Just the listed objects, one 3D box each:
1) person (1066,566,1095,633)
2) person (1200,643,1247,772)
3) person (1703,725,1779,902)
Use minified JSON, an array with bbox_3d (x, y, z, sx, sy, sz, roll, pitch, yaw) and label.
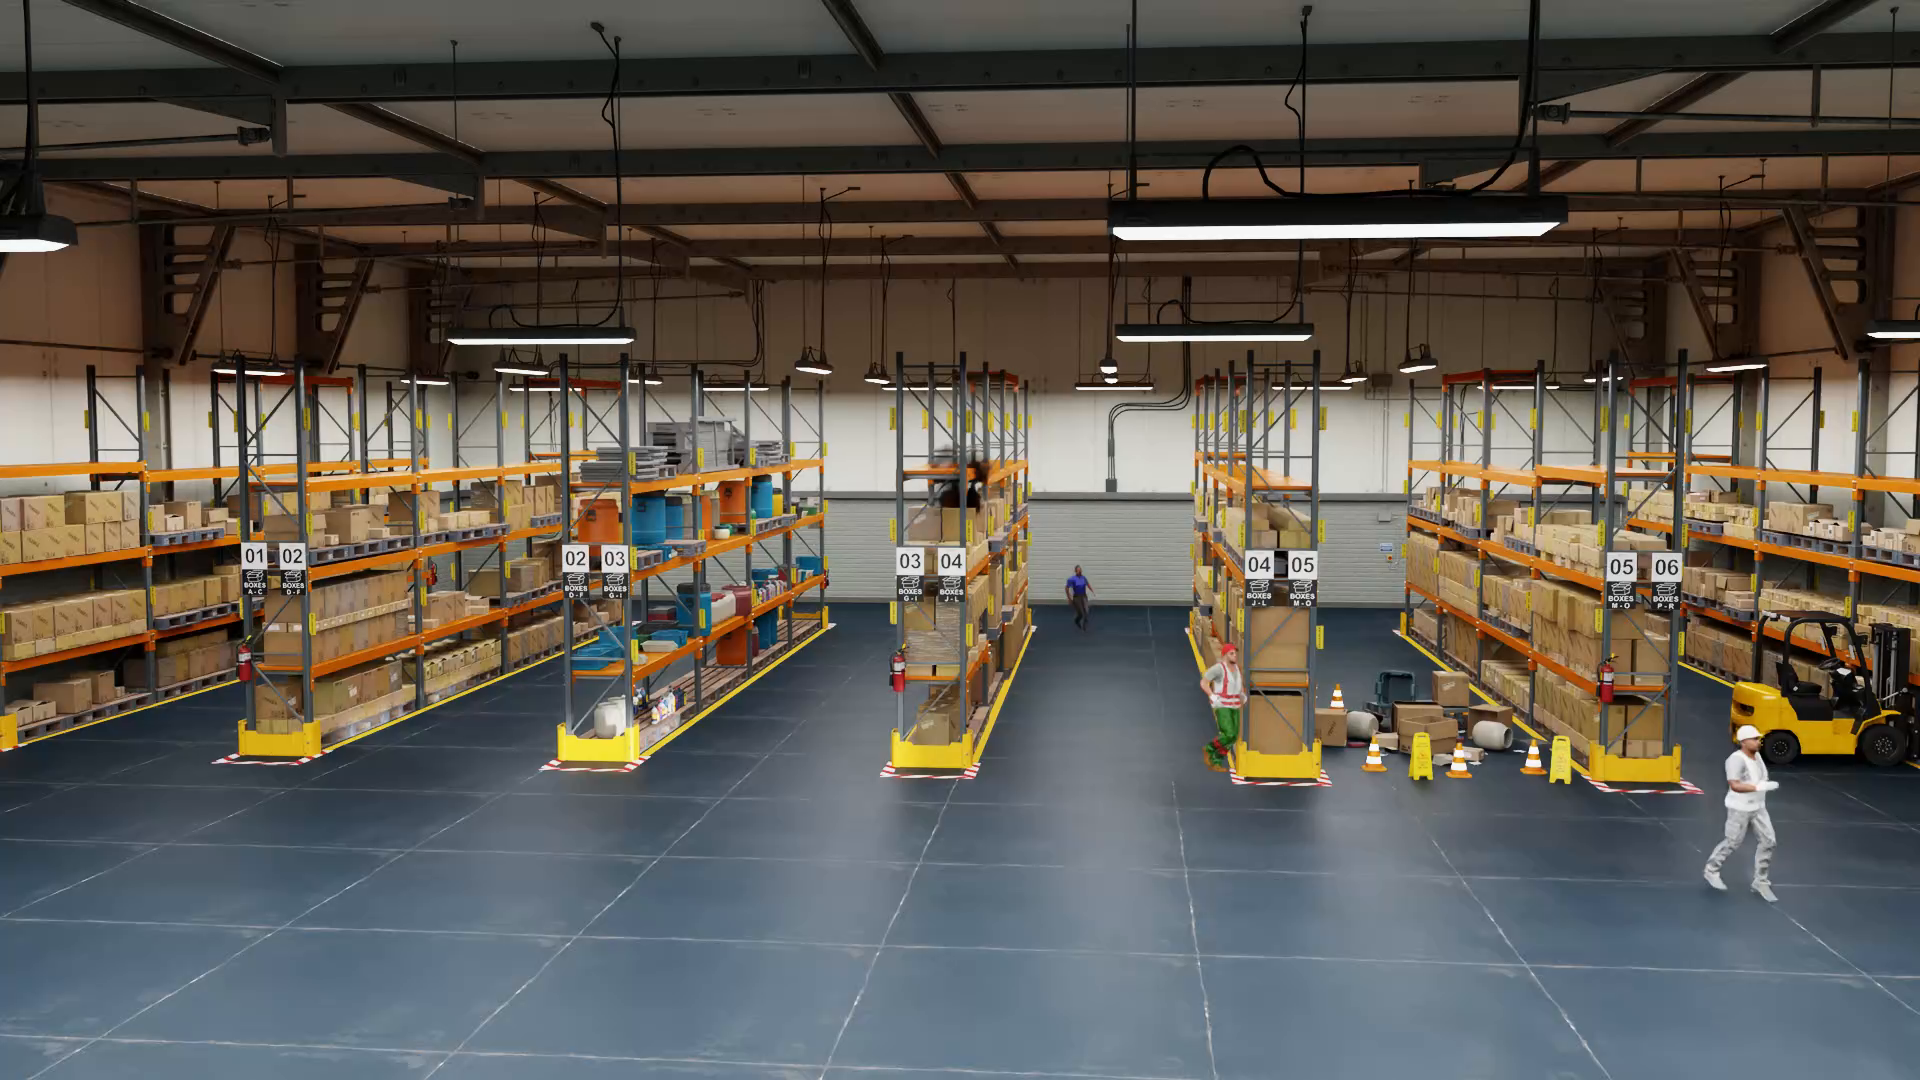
[{"bbox_3d":[2.817,1.405,39.541,0.681,1.593,0.595,-2,4,-22],"label":"person"},{"bbox_3d":[3.616,2.265,22.459,0.688,1.737,0.532,-3,5,-34],"label":"person"},{"bbox_3d":[8.250,2.864,17.506,0.704,1.849,0.798,-3,5,-34],"label":"person"}]
